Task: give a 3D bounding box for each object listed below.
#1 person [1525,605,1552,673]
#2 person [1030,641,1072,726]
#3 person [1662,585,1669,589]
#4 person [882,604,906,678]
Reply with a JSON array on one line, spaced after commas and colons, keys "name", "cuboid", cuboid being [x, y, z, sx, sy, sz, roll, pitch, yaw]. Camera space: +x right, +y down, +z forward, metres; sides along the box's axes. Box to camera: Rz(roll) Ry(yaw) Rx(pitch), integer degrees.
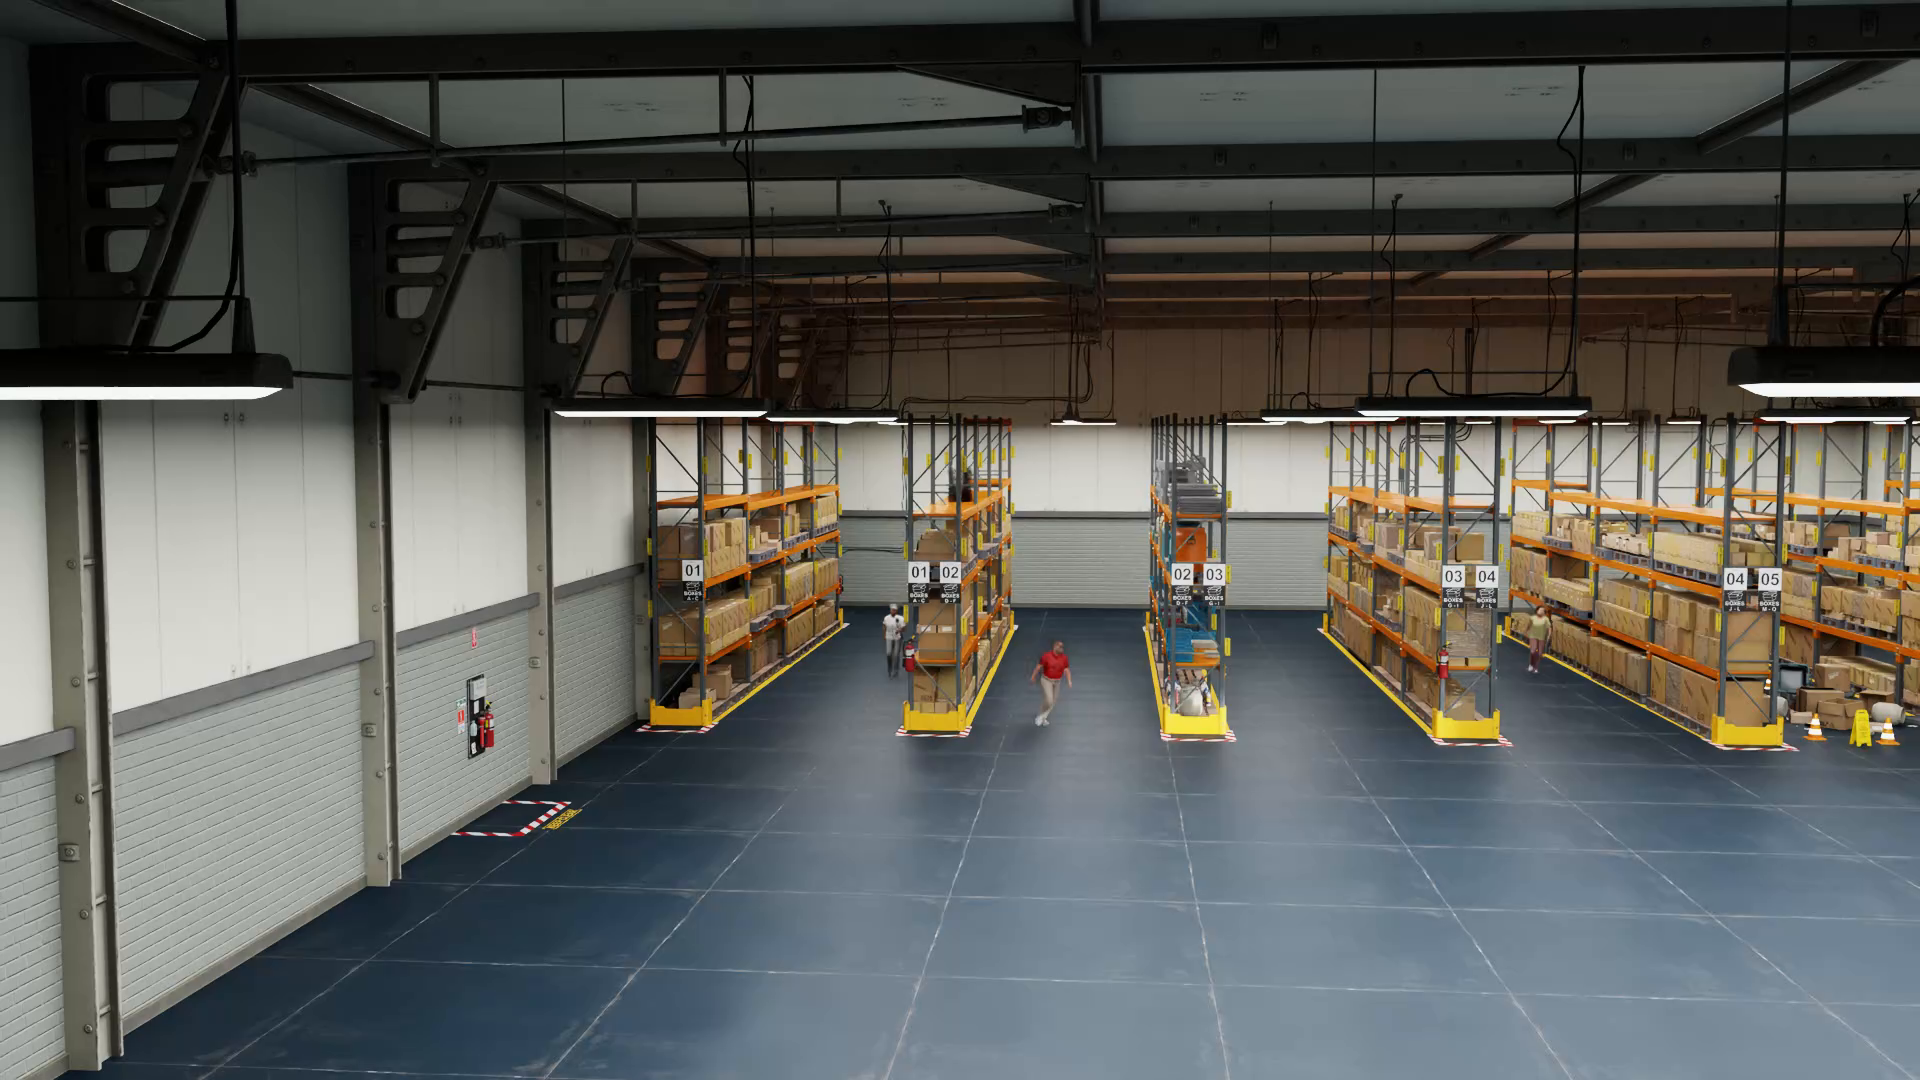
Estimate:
[{"name": "person", "cuboid": [13.430, 2.307, 38.588, 0.562, 1.619, 0.729, 1, 4, 14]}, {"name": "person", "cuboid": [1.771, 2.740, 31.837, 0.647, 1.666, 0.726, -2, 4, -28]}, {"name": "person", "cuboid": [17.930, 2.031, 41.998, 0.686, 1.741, 0.882, -1, 4, -19]}, {"name": "person", "cuboid": [-1.519, 2.321, 38.258, 0.574, 1.743, 0.715, 0, 4, 3]}]
